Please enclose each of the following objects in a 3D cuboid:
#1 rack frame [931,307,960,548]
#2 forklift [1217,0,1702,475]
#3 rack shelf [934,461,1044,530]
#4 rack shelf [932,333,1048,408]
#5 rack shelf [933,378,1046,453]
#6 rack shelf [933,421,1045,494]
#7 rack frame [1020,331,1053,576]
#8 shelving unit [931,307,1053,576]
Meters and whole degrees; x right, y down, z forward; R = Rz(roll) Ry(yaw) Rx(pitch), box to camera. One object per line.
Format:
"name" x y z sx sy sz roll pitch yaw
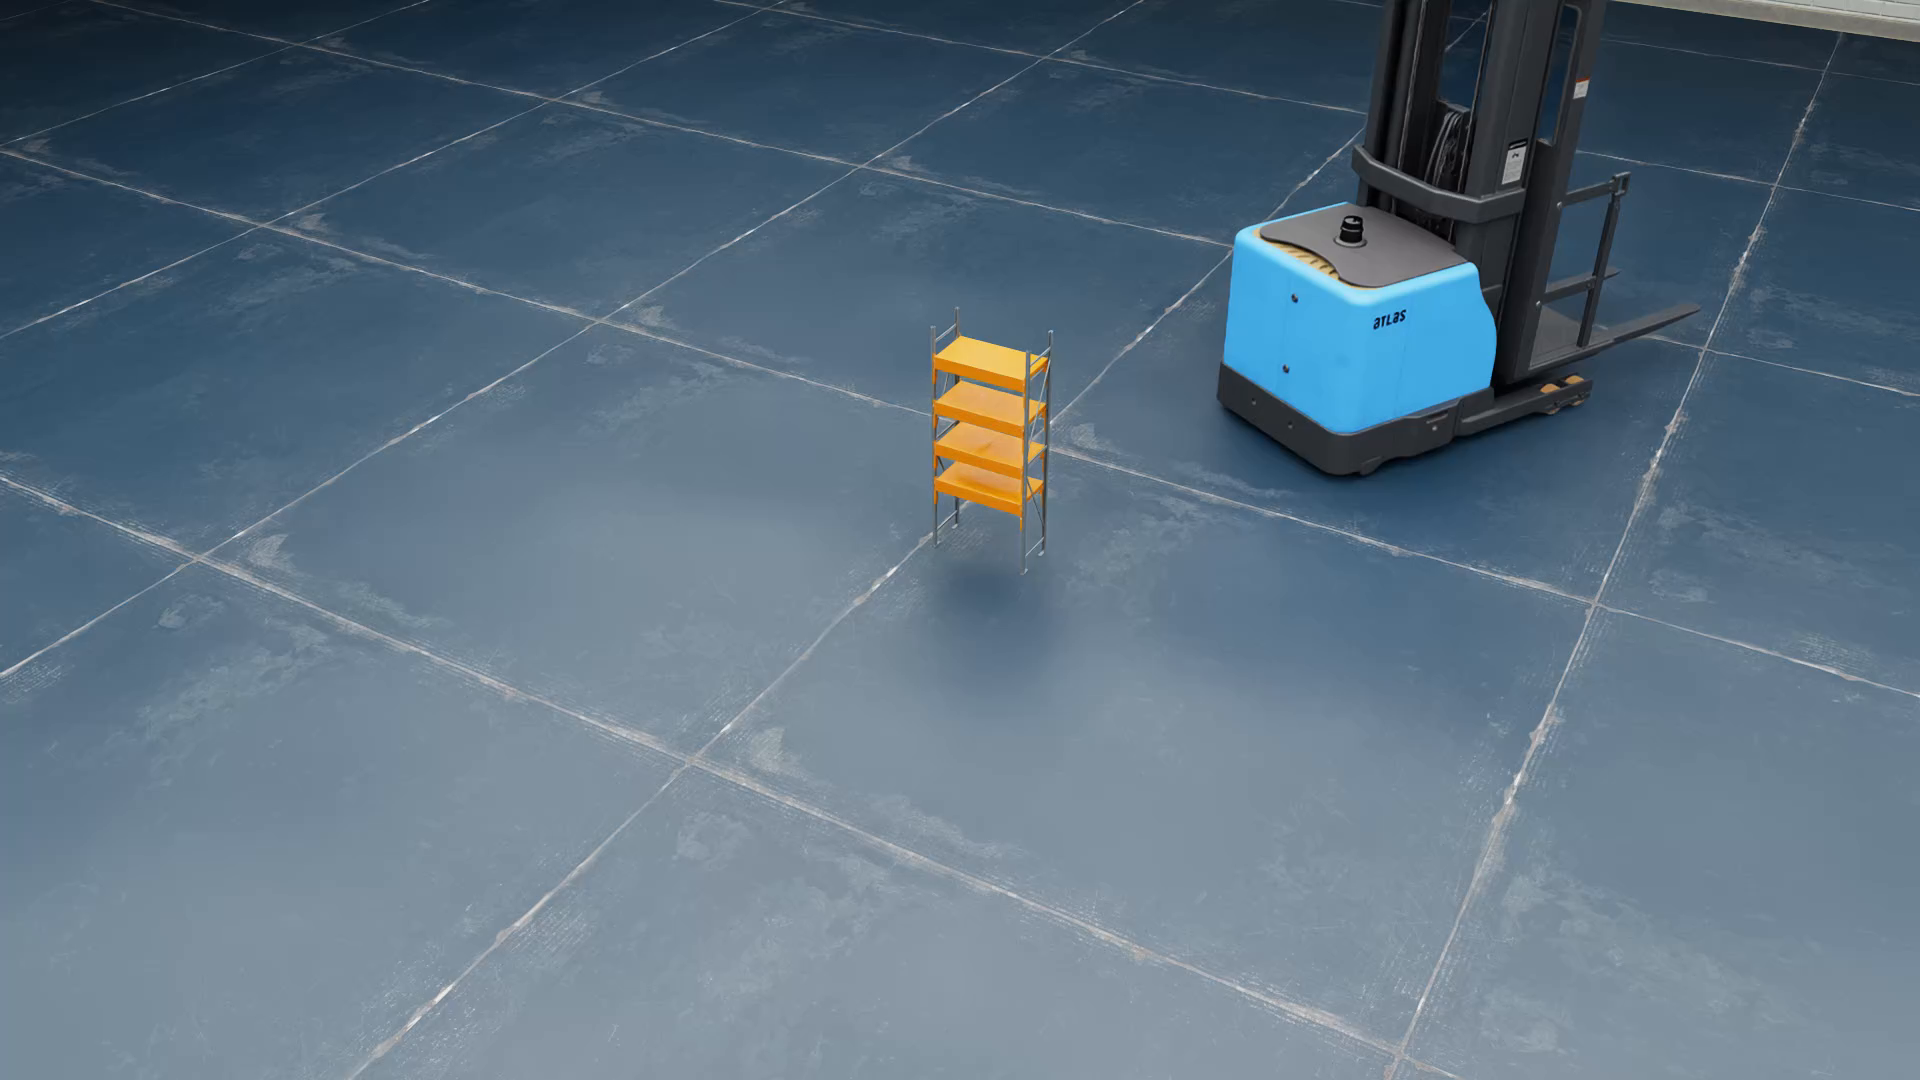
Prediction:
"rack frame" -0.068 -0.521 7.950 0.015 1.200 0.240 18 37 24
"forklift" 2.967 -2.155 8.842 3.031 2.935 1.130 -18 38 -25
"rack shelf" 0.144 -0.233 7.996 0.480 0.148 0.258 18 37 24
"rack shelf" 0.144 -0.781 7.631 0.480 0.148 0.258 18 37 24
"rack shelf" 0.144 -0.584 7.762 0.480 0.148 0.258 18 37 24
"rack shelf" 0.144 -0.398 7.886 0.480 0.148 0.258 18 37 24
"rack frame" 0.356 -0.387 7.748 0.015 1.200 0.240 18 37 24
"shelving unit" 0.144 -0.454 7.849 0.503 1.200 0.258 18 37 24
